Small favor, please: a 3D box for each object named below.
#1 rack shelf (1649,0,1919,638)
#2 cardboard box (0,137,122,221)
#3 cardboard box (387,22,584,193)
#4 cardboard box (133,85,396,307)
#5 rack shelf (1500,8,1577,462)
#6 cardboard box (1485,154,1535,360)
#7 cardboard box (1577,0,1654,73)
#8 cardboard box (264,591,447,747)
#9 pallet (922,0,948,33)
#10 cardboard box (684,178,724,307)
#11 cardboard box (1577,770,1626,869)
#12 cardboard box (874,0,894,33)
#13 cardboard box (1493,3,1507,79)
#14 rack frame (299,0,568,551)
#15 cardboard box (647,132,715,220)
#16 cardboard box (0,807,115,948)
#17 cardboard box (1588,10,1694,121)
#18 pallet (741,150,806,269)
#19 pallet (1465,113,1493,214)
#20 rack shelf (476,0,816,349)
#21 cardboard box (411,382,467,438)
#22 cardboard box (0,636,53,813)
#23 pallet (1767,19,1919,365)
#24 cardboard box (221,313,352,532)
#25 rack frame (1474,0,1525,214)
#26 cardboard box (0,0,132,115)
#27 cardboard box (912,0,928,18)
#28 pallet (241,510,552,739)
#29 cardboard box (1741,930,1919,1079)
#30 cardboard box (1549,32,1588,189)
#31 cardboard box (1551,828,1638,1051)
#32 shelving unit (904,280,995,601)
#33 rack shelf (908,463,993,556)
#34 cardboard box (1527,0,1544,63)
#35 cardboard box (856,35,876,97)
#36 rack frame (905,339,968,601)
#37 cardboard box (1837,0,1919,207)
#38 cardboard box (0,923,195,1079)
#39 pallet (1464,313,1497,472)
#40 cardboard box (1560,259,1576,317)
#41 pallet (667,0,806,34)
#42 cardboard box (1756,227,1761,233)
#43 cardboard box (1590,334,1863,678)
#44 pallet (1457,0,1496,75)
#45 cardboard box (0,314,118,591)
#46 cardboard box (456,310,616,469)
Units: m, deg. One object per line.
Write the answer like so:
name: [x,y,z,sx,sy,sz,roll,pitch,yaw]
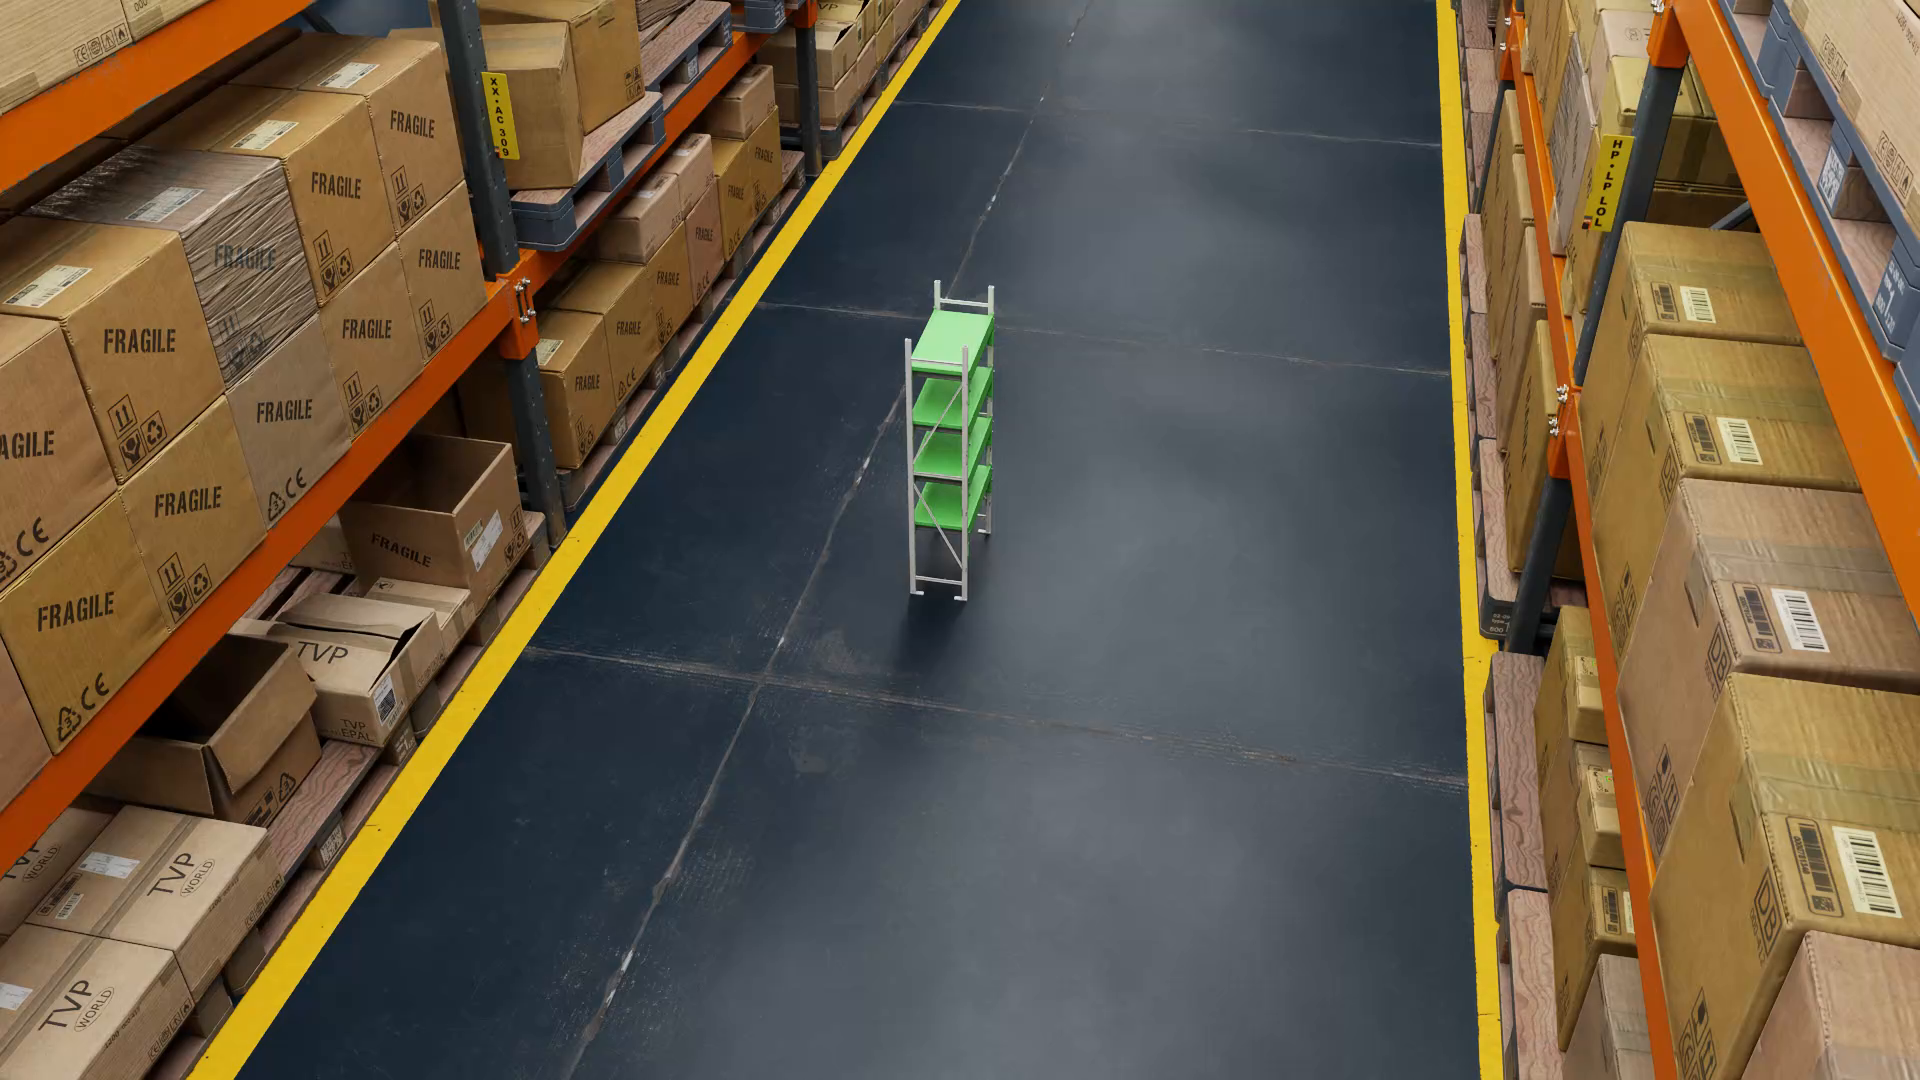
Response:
rack shelf: [2.194,-0.424,3.336,1.077,0.370,4.000,7,37,10]
cardboard box: [-2.815,-0.886,4.980,0.500,0.500,0.500,6,36,9]
cardboard box: [-1.899,-1.721,6.625,0.700,0.500,0.500,-4,36,-6]
cardboard box: [-2.181,-1.095,5.268,0.500,0.500,0.500,7,36,9]
rack shelf: [3.048,-1.503,7.381,1.077,0.370,4.000,7,37,10]
cardboard box: [2.997,-1.334,8.009,0.750,0.750,0.750,7,37,10]
cardboard box: [2.698,-2.005,6.465,0.500,0.250,0.500,8,37,11]
cardboard box: [-2.224,0.436,6.008,0.500,0.311,0.500,7,37,10]
pallet: [-0.630,-4.297,12.998,1.003,0.211,1.213,7,37,10]
cardboard box: [-1.552,-1.562,8.604,0.500,0.500,0.500,6,36,8]
cardboard box: [1.998,0.820,4.782,0.380,0.149,0.250,6,36,9]
cardboard box: [-0.751,-3.701,11.308,0.500,0.311,0.500,6,36,9]
cardboard box: [3.979,-3.386,11.121,0.700,0.500,0.500,8,37,10]
rack frame: [-2.219,-1.267,6.441,1.000,3.000,0.127,7,37,10]
cardboard box: [-1.558,-1.844,8.354,0.500,0.250,0.500,7,36,9]
cardboard box: [-2.966,1.078,5.174,0.500,0.250,0.500,7,37,10]
cardboard box: [2.590,-1.712,6.062,0.500,0.250,0.500,8,37,11]
pallet: [-1.561,-2.007,9.840,1.003,0.211,1.213,7,37,10]
pallet: [3.644,-2.260,10.188,1.003,0.211,1.213,7,37,10]
rack shelf: [-1.792,-2.122,8.235,1.077,0.370,4.000,7,37,10]
cardboard box: [-2.394,-0.751,7.486,0.500,0.500,0.500,7,37,10]
cardboard box: [-2.616,0.468,3.962,0.500,0.500,0.500,7,37,10]
pallet: [2.173,-0.661,3.126,1.003,0.211,1.213,7,37,10]
cardboard box: [-2.291,-0.398,5.158,0.500,0.500,0.500,8,37,11]
rack frame: [3.475,-2.941,8.752,1.000,3.000,0.127,7,37,10]
cardboard box: [-2.390,-1.249,3.989,0.500,0.250,0.500,7,37,10]
cardboard box: [-0.534,-4.052,12.270,0.500,0.250,0.500,8,37,11]
pallet: [-2.367,0.256,6.717,1.003,0.211,1.213,7,37,10]
cardboard box: [1.866,1.230,2.741,0.980,0.700,0.700,9,37,12]
cardboard box: [2.688,-1.694,6.675,0.500,0.500,0.500,7,37,10]
cardboard box: [2.139,1.192,4.822,0.700,0.500,0.500,8,37,11]
shelving unit: [-0.035,-0.391,6.767,0.258,1.200,0.503,7,37,10]
rack shelf: [-0.035,-0.145,6.945,0.258,0.148,0.480,7,37,10]
cardboard box: [3.001,-2.564,7.877,0.500,0.500,0.500,8,37,12]
cardboard box: [-0.859,-3.168,11.050,0.500,0.250,0.500,6,36,9]
rack frame: [-0.087,-0.251,6.574,0.240,1.200,0.015,7,37,10]
cardboard box: [1.880,-0.770,2.884,0.500,0.250,0.500,6,36,9]
cardboard box: [-2.573,1.399,4.732,0.500,0.250,0.500,7,37,10]
pallet: [2.971,-0.672,7.997,1.003,0.211,1.213,7,37,10]
cardboard box: [2.448,-0.931,6.176,0.380,0.149,0.250,8,37,11]
pallet: [-1.441,-3.085,9.113,1.213,0.211,1.003,7,37,10]
cardboard box: [2.966,-1.049,5.785,0.500,0.500,0.500,6,36,8]
cardboard box: [2.328,-0.042,4.497,0.980,0.700,0.700,6,36,9]
pallet: [4.165,-3.659,12.118,1.003,0.211,1.213,7,37,10]
cardboard box: [-2.505,-0.227,4.070,0.500,0.500,0.500,8,37,11]
cardboard box: [-1.878,-0.679,7.386,0.500,0.500,0.500,6,36,8]
